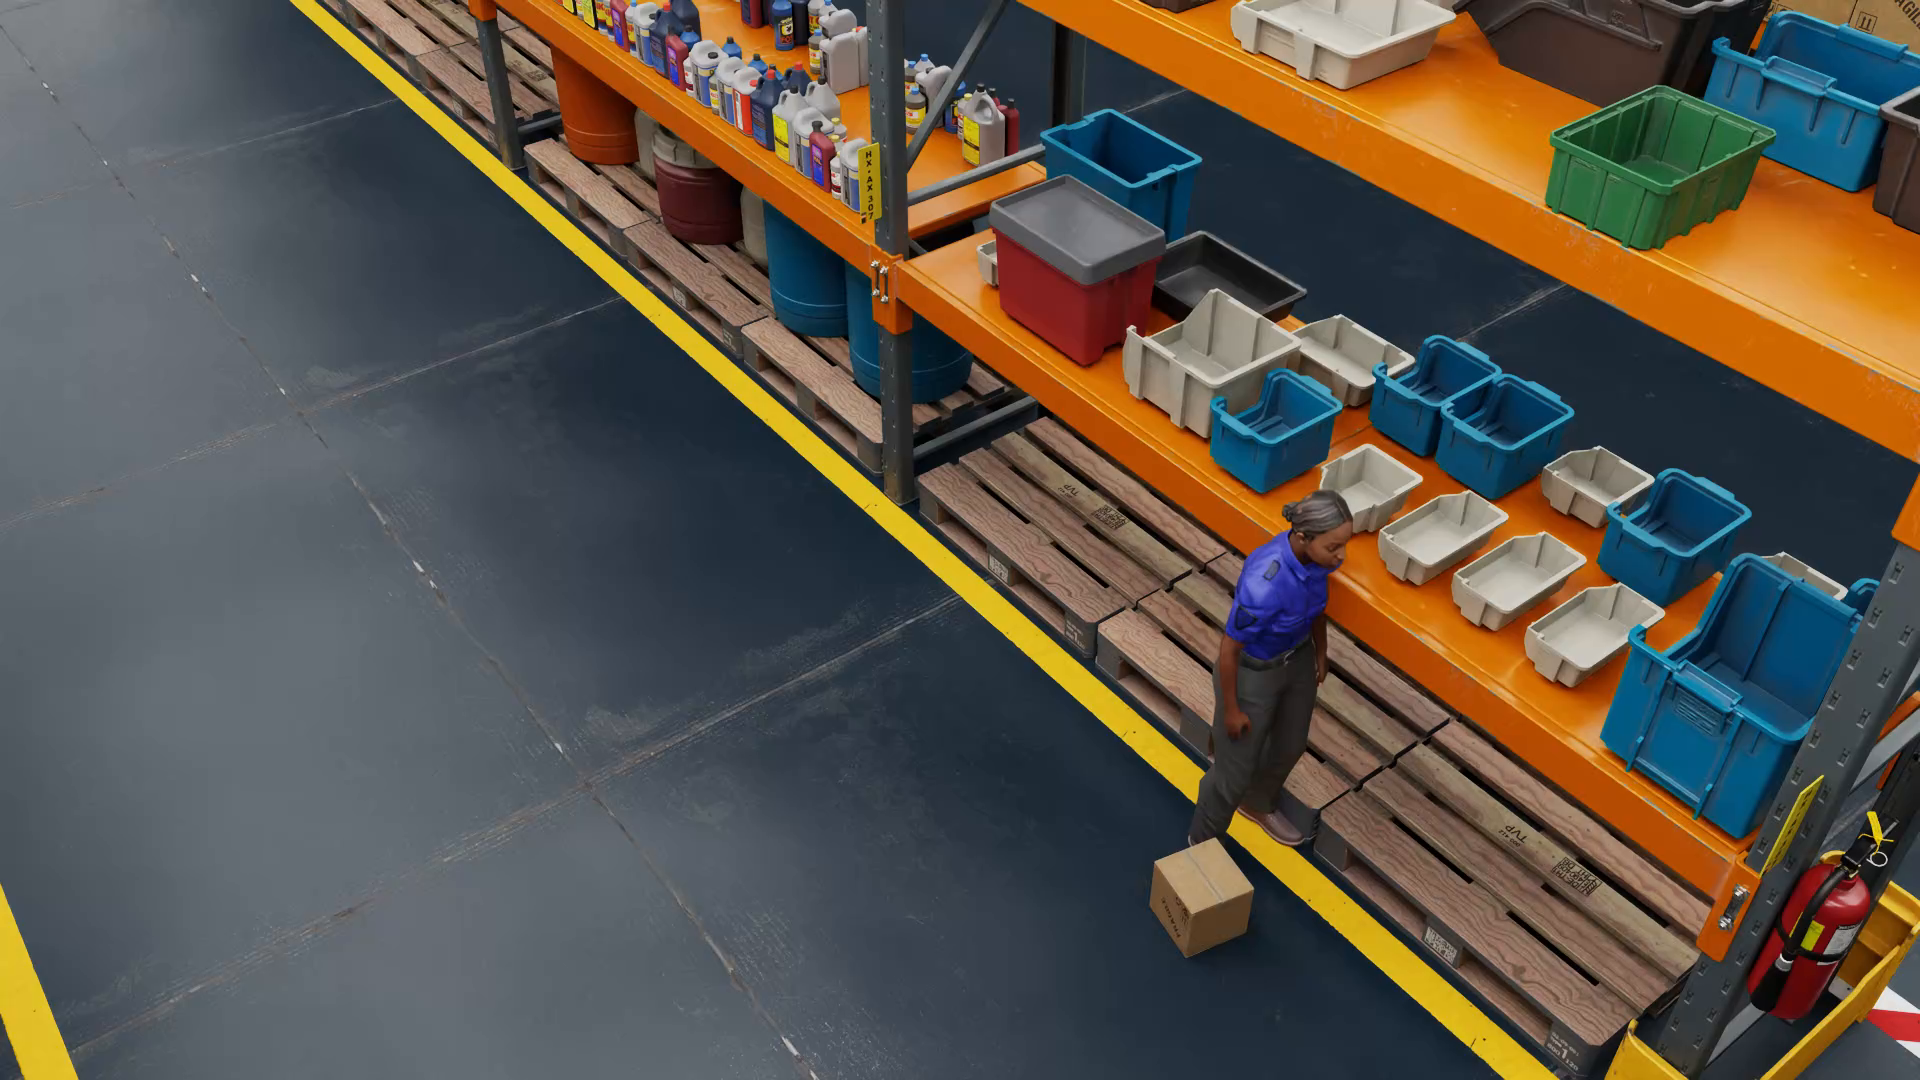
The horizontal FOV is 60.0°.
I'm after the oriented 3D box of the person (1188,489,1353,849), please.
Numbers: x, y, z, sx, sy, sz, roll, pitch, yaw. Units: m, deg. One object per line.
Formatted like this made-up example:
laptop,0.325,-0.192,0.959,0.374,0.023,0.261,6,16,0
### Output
person,1.053,0.471,5.610,0.521,1.654,0.352,-28,48,-29
